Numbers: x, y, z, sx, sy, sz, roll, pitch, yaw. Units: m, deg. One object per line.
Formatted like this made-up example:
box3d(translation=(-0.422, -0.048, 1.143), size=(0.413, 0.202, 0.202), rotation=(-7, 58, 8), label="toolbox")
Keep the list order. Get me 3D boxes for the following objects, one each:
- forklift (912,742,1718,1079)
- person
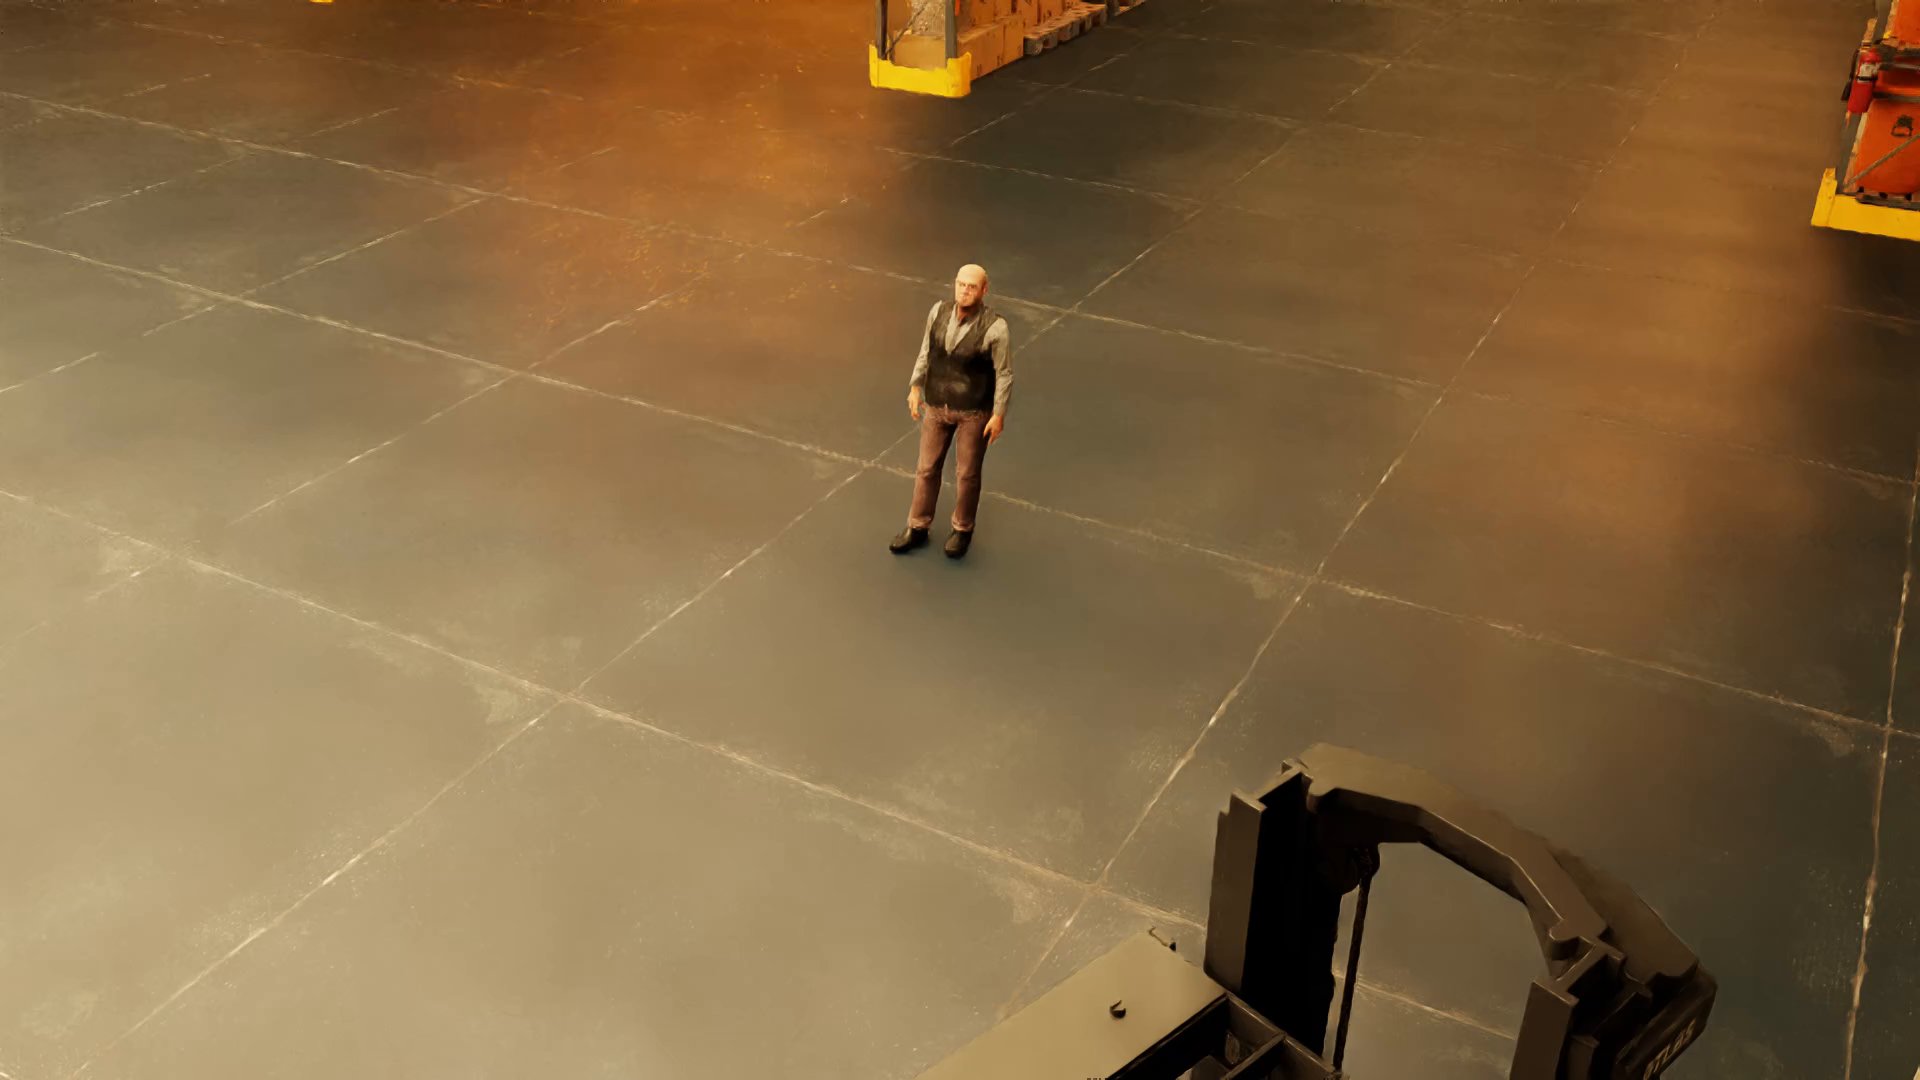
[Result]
box3d(translation=(0.531, 2.018, 3.574), size=(3.031, 2.935, 1.130), rotation=(-24, 37, -35), label="forklift")
box3d(translation=(-0.037, -0.726, 9.525), size=(0.632, 1.720, 0.567), rotation=(15, 33, 25), label="person")
